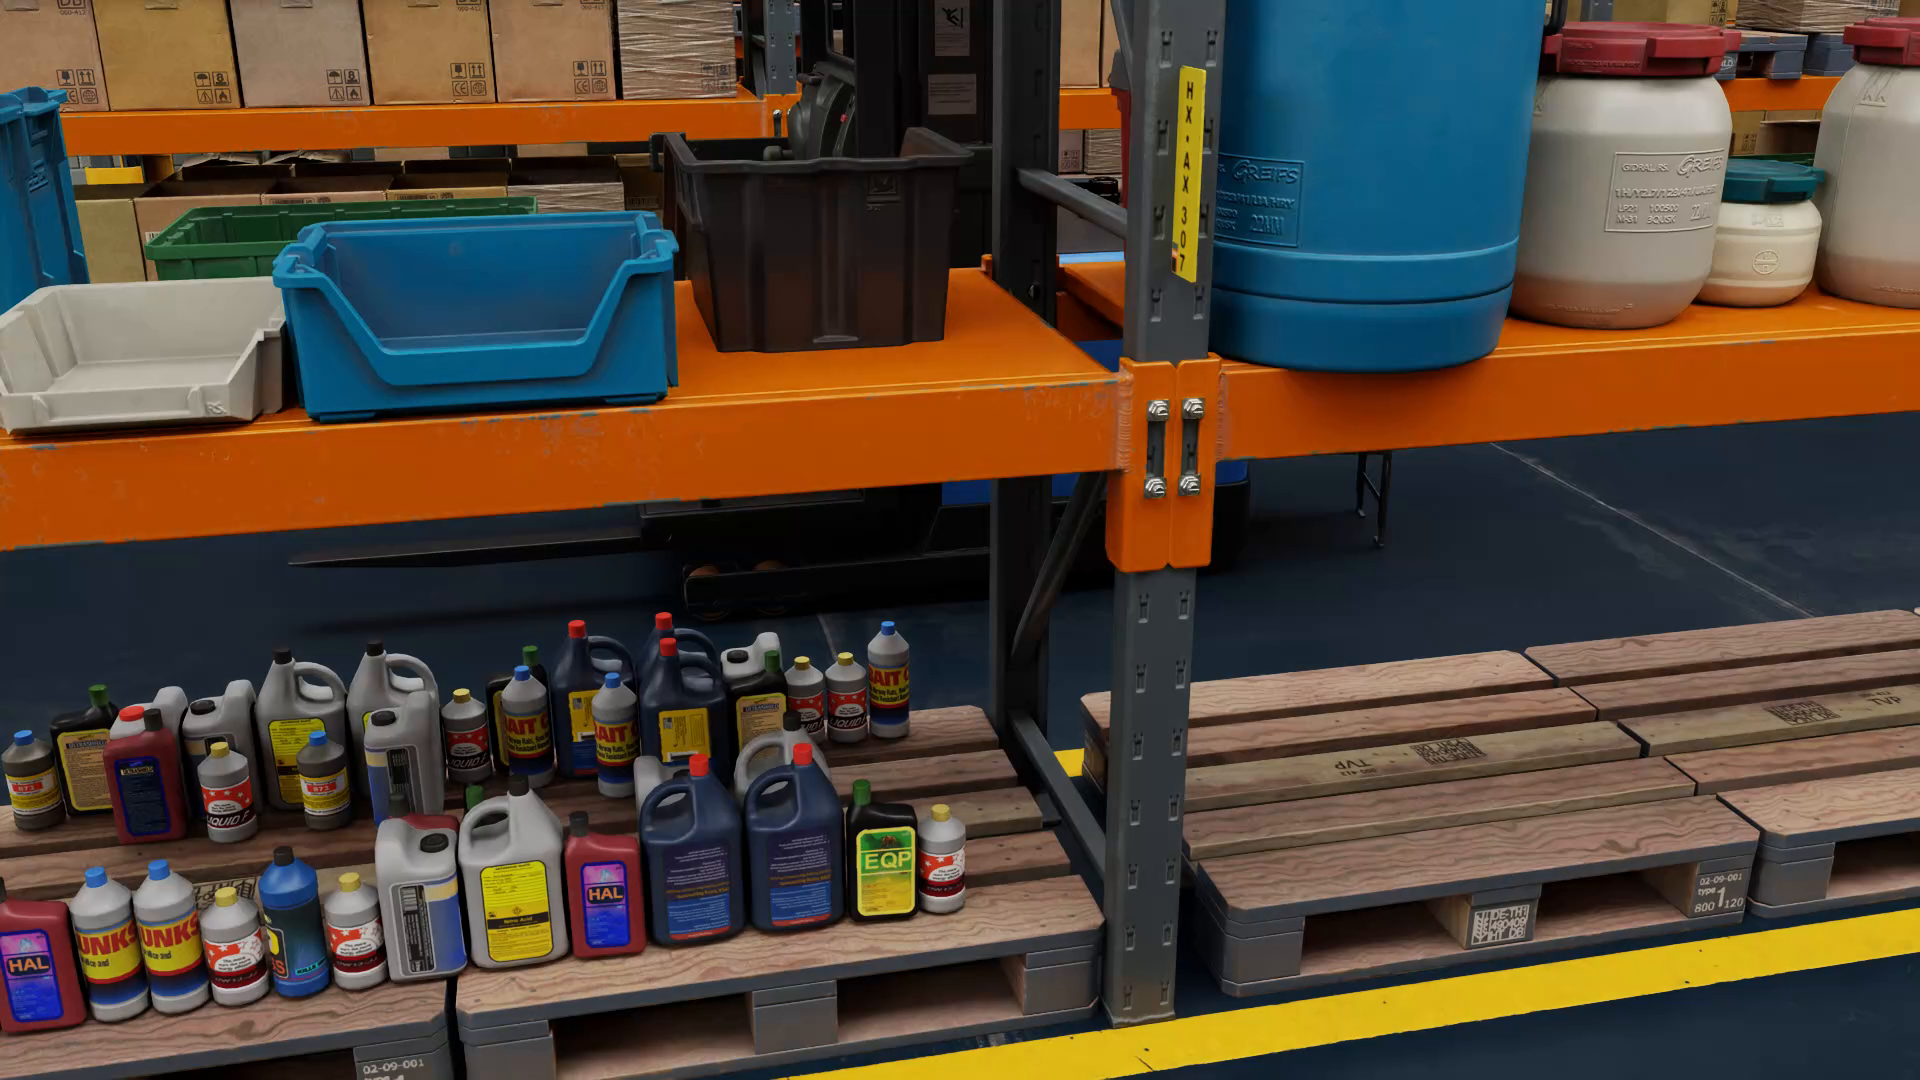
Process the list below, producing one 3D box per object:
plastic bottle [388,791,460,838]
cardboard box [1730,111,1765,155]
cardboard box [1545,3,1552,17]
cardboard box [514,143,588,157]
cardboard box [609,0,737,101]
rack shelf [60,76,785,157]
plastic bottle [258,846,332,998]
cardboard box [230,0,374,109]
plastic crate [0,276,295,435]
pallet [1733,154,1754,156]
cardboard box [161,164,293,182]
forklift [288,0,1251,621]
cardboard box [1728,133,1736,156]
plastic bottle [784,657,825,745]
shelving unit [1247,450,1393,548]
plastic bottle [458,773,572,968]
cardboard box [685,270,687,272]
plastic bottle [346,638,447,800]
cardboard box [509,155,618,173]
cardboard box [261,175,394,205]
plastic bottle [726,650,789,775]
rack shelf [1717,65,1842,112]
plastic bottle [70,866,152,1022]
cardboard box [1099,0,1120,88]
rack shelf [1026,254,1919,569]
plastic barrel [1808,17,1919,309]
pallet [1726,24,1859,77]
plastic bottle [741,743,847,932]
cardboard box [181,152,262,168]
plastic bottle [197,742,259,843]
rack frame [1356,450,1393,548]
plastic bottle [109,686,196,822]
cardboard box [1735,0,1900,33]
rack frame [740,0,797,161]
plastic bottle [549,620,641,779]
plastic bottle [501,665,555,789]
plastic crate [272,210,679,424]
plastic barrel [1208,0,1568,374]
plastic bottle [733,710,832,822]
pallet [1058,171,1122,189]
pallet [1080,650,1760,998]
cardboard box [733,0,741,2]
[{"bbox_3d":[-1.001,0.601,3.121,0.133,0.283,0.061,-5,21,-12],"label":"plastic bottle"},{"bbox_3d":[6.501,-3.629,14.385,0.500,0.500,0.700,-4,21,-12],"label":"cardboard box"},{"bbox_3d":[4.740,-4.277,13.466,0.250,0.149,0.380,-5,21,-12],"label":"cardboard box"},{"bbox_3d":[-3.036,-2.885,12.324,0.500,0.500,0.500,-6,21,-17],"label":"cardboard box"},{"bbox_3d":[-1.322,-2.300,7.586,0.500,0.500,0.700,-5,21,-14],"label":"cardboard box"},{"bbox_3d":[-2.838,-1.794,7.397,4.000,0.370,1.077,-5,21,-12],"label":"rack shelf"},{"bbox_3d":[-1.184,0.669,2.954,0.097,0.271,0.097,0,20,0],"label":"plastic bottle"},{"bbox_3d":[-2.822,-2.176,7.250,0.500,0.500,0.700,-4,21,-11],"label":"cardboard box"},{"bbox_3d":[-1.278,-0.294,2.641,0.437,0.136,0.530,-5,21,-12],"label":"plastic crate"},{"bbox_3d":[6.508,-3.306,14.532,1.213,0.211,1.003,-5,21,-12],"label":"pallet"},{"bbox_3d":[-3.361,-1.458,7.730,0.500,0.500,0.500,-5,21,-12],"label":"cardboard box"},{"bbox_3d":[-0.613,-1.326,5.174,3.031,2.935,1.130,-5,21,-12],"label":"forklift"},{"bbox_3d":[3.911,-2.150,9.227,0.500,0.250,0.500,-4,20,-10],"label":"cardboard box"},{"bbox_3d":[-0.365,0.370,3.871,0.097,0.201,0.097,0,20,0],"label":"plastic bottle"},{"bbox_3d":[1.214,-1.028,5.569,0.503,2.100,0.431,0,20,1],"label":"shelving unit"},{"bbox_3d":[-0.817,0.594,3.044,0.185,0.351,0.144,-5,21,-13],"label":"plastic bottle"},{"bbox_3d":[-1.413,-1.261,8.283,0.500,0.250,0.500,-5,21,-12],"label":"cardboard box"},{"bbox_3d":[-1.234,0.379,3.630,0.185,0.351,0.144,-5,21,-13],"label":"plastic bottle"},{"bbox_3d":[-1.900,-1.574,8.047,0.500,0.500,0.500,-5,21,-12],"label":"cardboard box"},{"bbox_3d":[-2.751,-1.317,7.347,0.500,0.500,0.500,-5,21,-12],"label":"cardboard box"},{"bbox_3d":[-0.450,0.386,3.709,0.133,0.283,0.061,-5,21,-12],"label":"plastic bottle"},{"bbox_3d":[4.947,-2.427,9.125,4.000,0.370,1.077,-5,21,-12],"label":"rack shelf"},{"bbox_3d":[-1.479,0.693,2.888,0.097,0.271,0.097,0,20,0],"label":"plastic bottle"},{"bbox_3d":[0.859,-2.474,8.061,0.500,0.500,0.500,-5,21,-12],"label":"cardboard box"},{"bbox_3d":[2.190,-0.452,3.734,4.000,0.370,1.077,-5,21,-12],"label":"rack shelf"},{"bbox_3d":[1.940,-0.756,3.319,0.433,0.535,0.433,0,20,0],"label":"plastic barrel"},{"bbox_3d":[4.892,-2.672,9.027,1.213,0.211,1.003,-5,21,-12],"label":"pallet"},{"bbox_3d":[-0.316,0.553,3.155,0.185,0.351,0.144,-5,21,-14],"label":"plastic bottle"},{"bbox_3d":[-5.234,-2.600,11.821,0.500,0.311,0.500,-7,21,-19],"label":"cardboard box"},{"bbox_3d":[-1.529,0.519,3.466,0.097,0.201,0.097,0,20,0],"label":"plastic bottle"},{"bbox_3d":[1.458,-1.027,5.565,0.015,2.100,0.400,0,20,1],"label":"rack frame"},{"bbox_3d":[-1.711,0.454,3.533,0.135,0.276,0.152,-4,21,-12],"label":"plastic bottle"},{"bbox_3d":[4.522,-2.947,8.742,0.500,0.500,0.700,-1,20,-2],"label":"cardboard box"},{"bbox_3d":[-0.892,-2.290,7.705,0.127,3.000,1.000,-5,21,-12],"label":"rack frame"},{"bbox_3d":[-0.821,0.346,3.722,0.185,0.351,0.144,-6,21,-15],"label":"plastic bottle"},{"bbox_3d":[-0.955,0.407,3.669,0.097,0.271,0.097,0,20,0],"label":"plastic bottle"},{"bbox_3d":[-0.770,-0.383,2.716,0.616,0.251,0.499,-5,21,-12],"label":"plastic crate"},{"bbox_3d":[0.690,-0.796,2.898,0.708,0.901,0.600,-5,21,-12],"label":"plastic barrel"},{"bbox_3d":[-0.349,0.505,3.287,0.185,0.351,0.144,-5,21,-12],"label":"plastic bottle"},{"bbox_3d":[1.096,-2.894,13.407,1.213,0.211,1.003,-5,21,-12],"label":"pallet"},{"bbox_3d":[0.999,0.603,3.863,1.213,0.211,1.003,-5,21,-12],"label":"pallet"},{"bbox_3d":[-1.532,-4.230,12.217,0.500,0.500,0.700,-5,21,-12],"label":"cardboard box"}]
